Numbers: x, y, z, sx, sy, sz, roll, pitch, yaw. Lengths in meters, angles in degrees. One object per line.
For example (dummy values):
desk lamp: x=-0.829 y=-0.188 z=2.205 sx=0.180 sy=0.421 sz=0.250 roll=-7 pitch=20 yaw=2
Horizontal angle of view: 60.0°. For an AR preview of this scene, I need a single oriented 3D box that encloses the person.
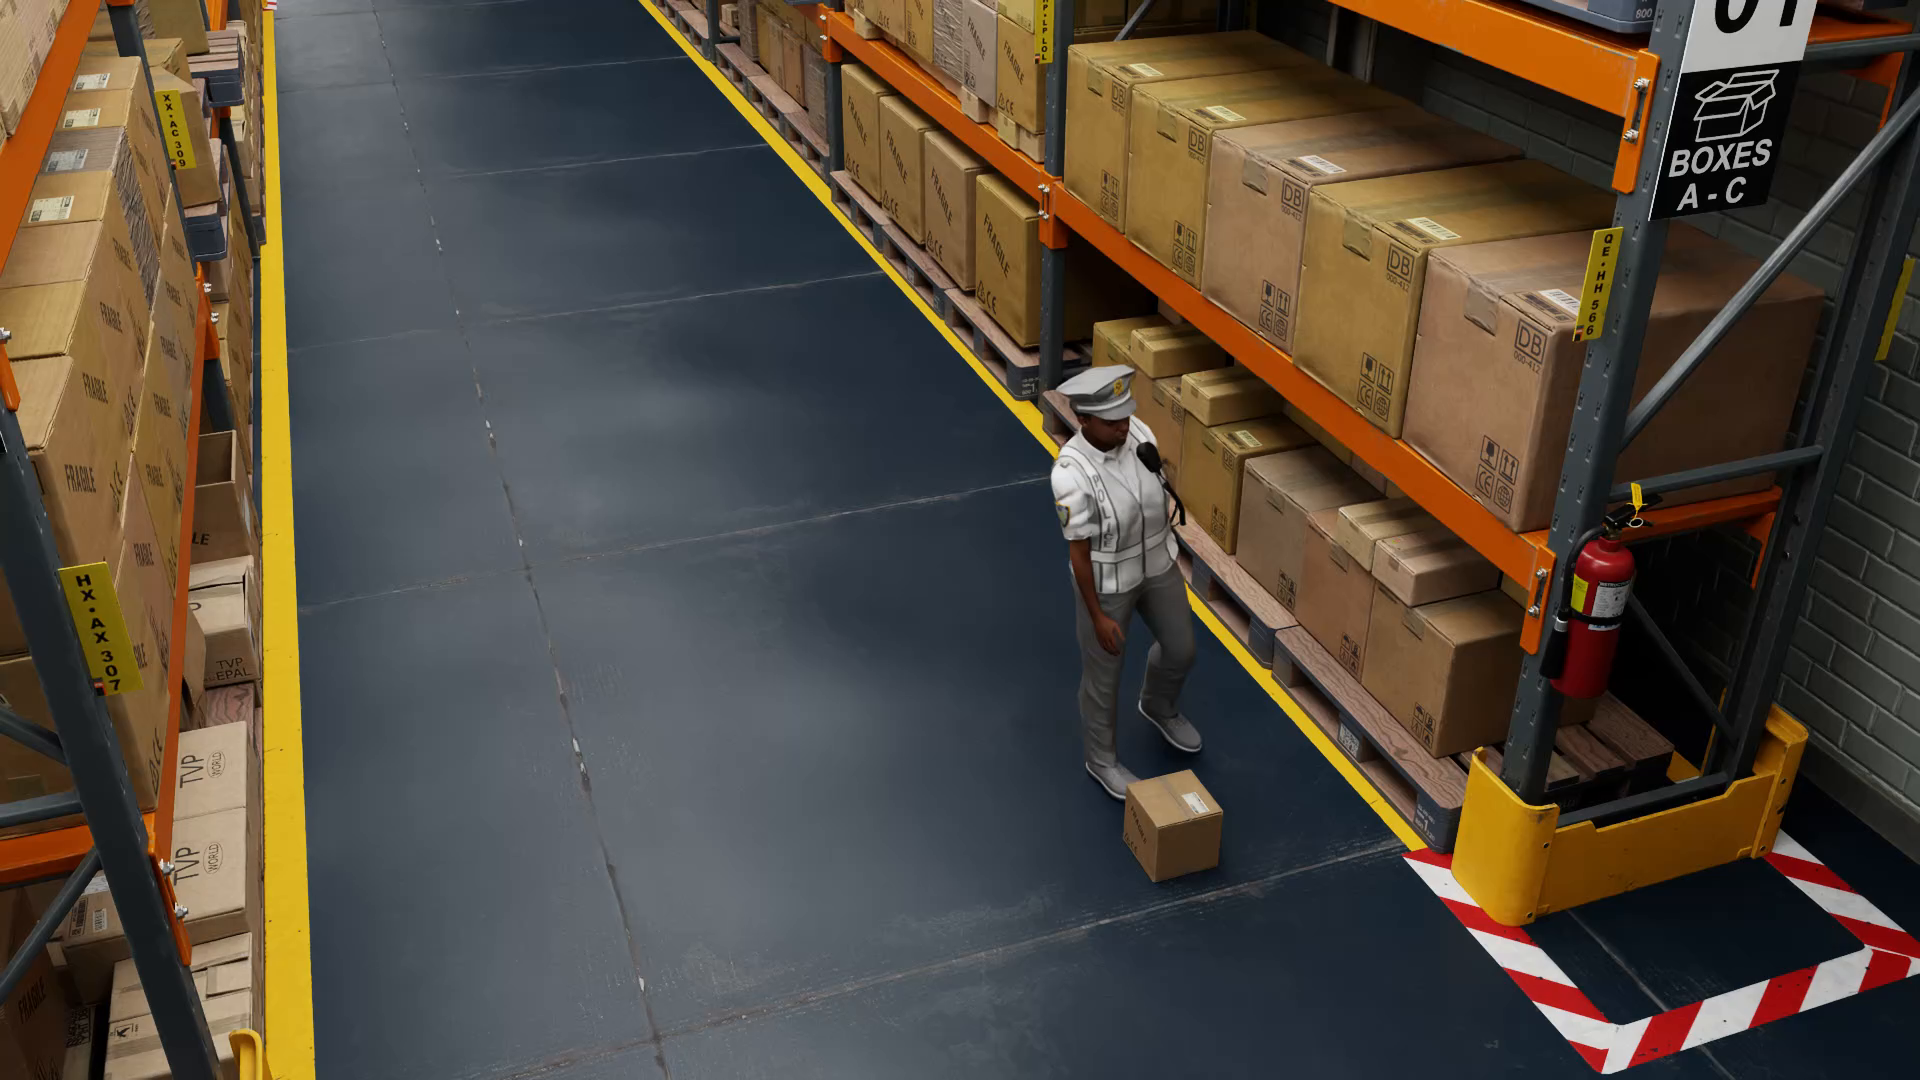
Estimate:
person: x=0.627 y=0.136 z=5.843 sx=0.665 sy=1.680 sz=0.402 roll=-15 pitch=33 yaw=-25
